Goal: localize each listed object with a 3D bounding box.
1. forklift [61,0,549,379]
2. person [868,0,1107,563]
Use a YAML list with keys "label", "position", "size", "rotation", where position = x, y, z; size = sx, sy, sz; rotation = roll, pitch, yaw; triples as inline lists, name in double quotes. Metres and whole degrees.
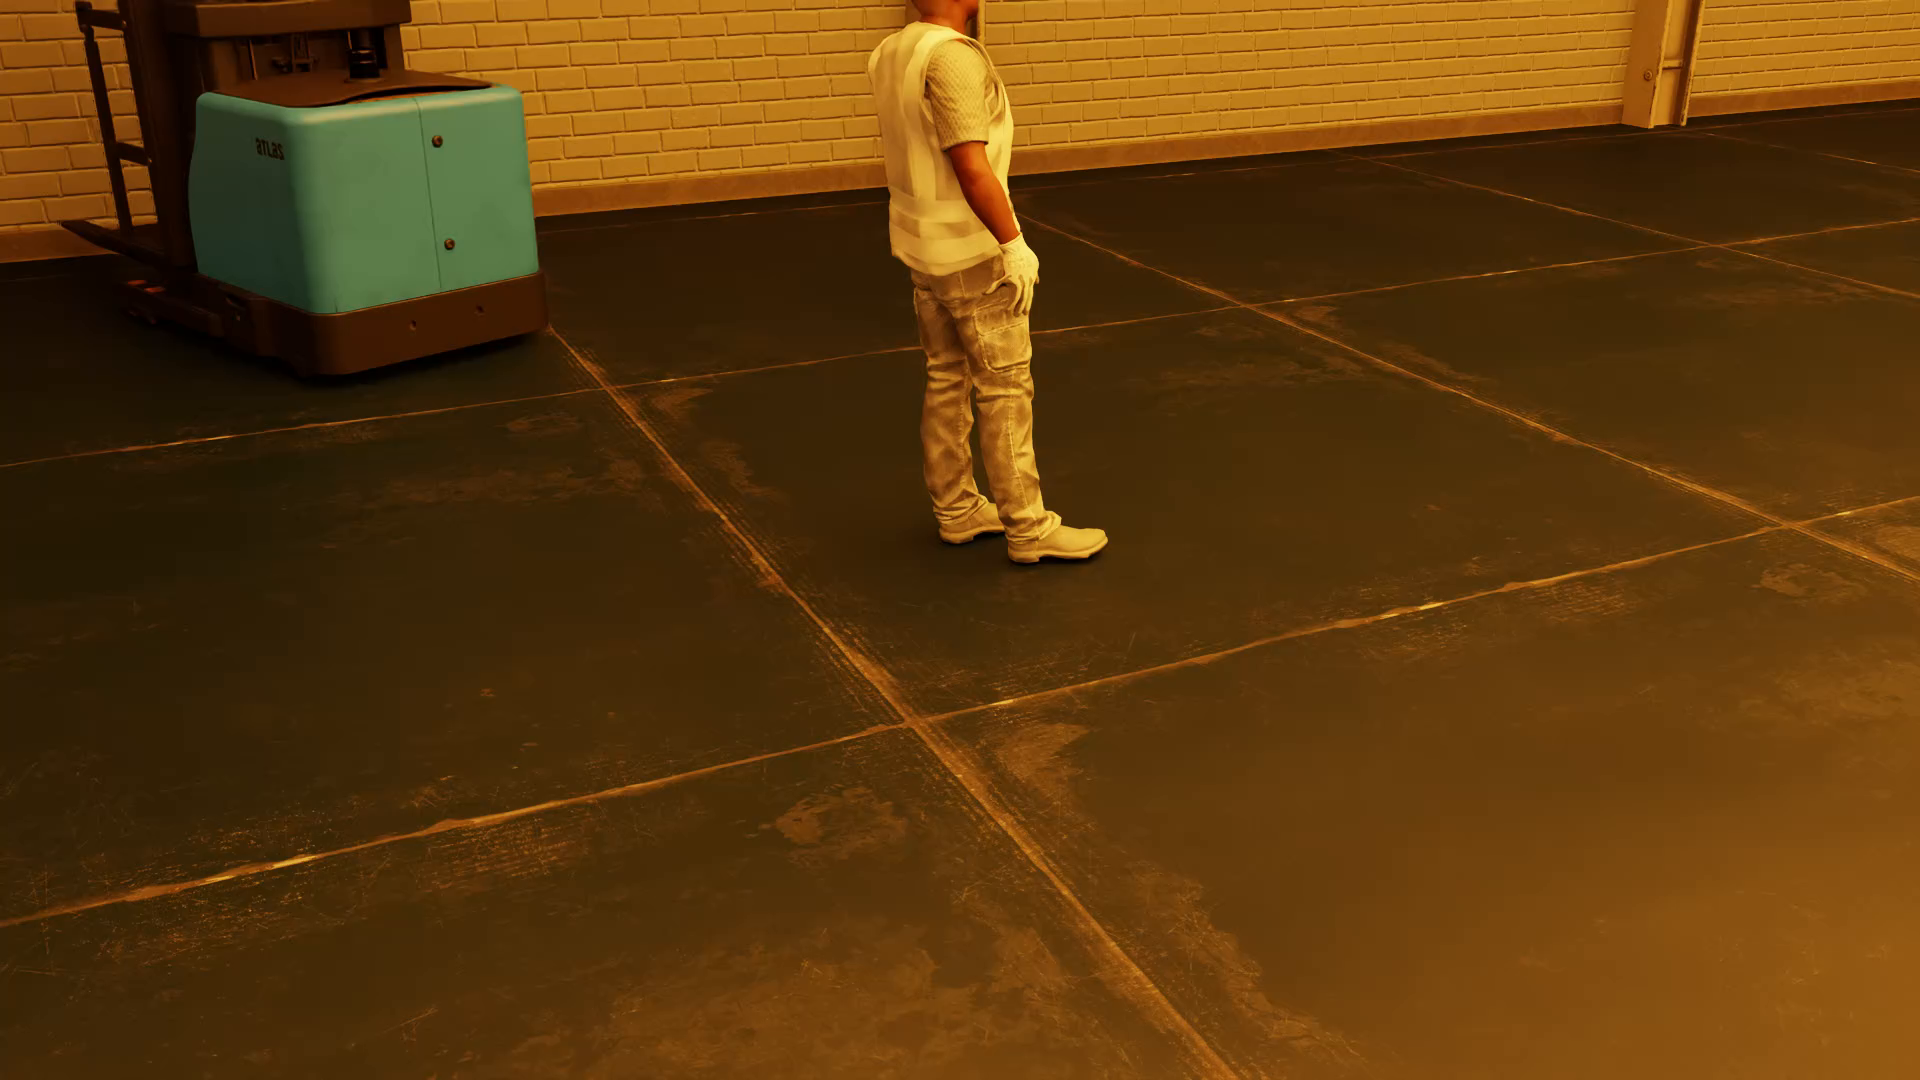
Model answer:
- label: "forklift"
  position: [-3.191, -2.450, 7.184]
  size: [3.031, 2.935, 1.130]
  rotation: [19, 29, 39]
- label: "person"
  position: [0.069, -0.839, 4.784]
  size: [0.575, 1.784, 0.656]
  rotation: [-10, 25, -23]
